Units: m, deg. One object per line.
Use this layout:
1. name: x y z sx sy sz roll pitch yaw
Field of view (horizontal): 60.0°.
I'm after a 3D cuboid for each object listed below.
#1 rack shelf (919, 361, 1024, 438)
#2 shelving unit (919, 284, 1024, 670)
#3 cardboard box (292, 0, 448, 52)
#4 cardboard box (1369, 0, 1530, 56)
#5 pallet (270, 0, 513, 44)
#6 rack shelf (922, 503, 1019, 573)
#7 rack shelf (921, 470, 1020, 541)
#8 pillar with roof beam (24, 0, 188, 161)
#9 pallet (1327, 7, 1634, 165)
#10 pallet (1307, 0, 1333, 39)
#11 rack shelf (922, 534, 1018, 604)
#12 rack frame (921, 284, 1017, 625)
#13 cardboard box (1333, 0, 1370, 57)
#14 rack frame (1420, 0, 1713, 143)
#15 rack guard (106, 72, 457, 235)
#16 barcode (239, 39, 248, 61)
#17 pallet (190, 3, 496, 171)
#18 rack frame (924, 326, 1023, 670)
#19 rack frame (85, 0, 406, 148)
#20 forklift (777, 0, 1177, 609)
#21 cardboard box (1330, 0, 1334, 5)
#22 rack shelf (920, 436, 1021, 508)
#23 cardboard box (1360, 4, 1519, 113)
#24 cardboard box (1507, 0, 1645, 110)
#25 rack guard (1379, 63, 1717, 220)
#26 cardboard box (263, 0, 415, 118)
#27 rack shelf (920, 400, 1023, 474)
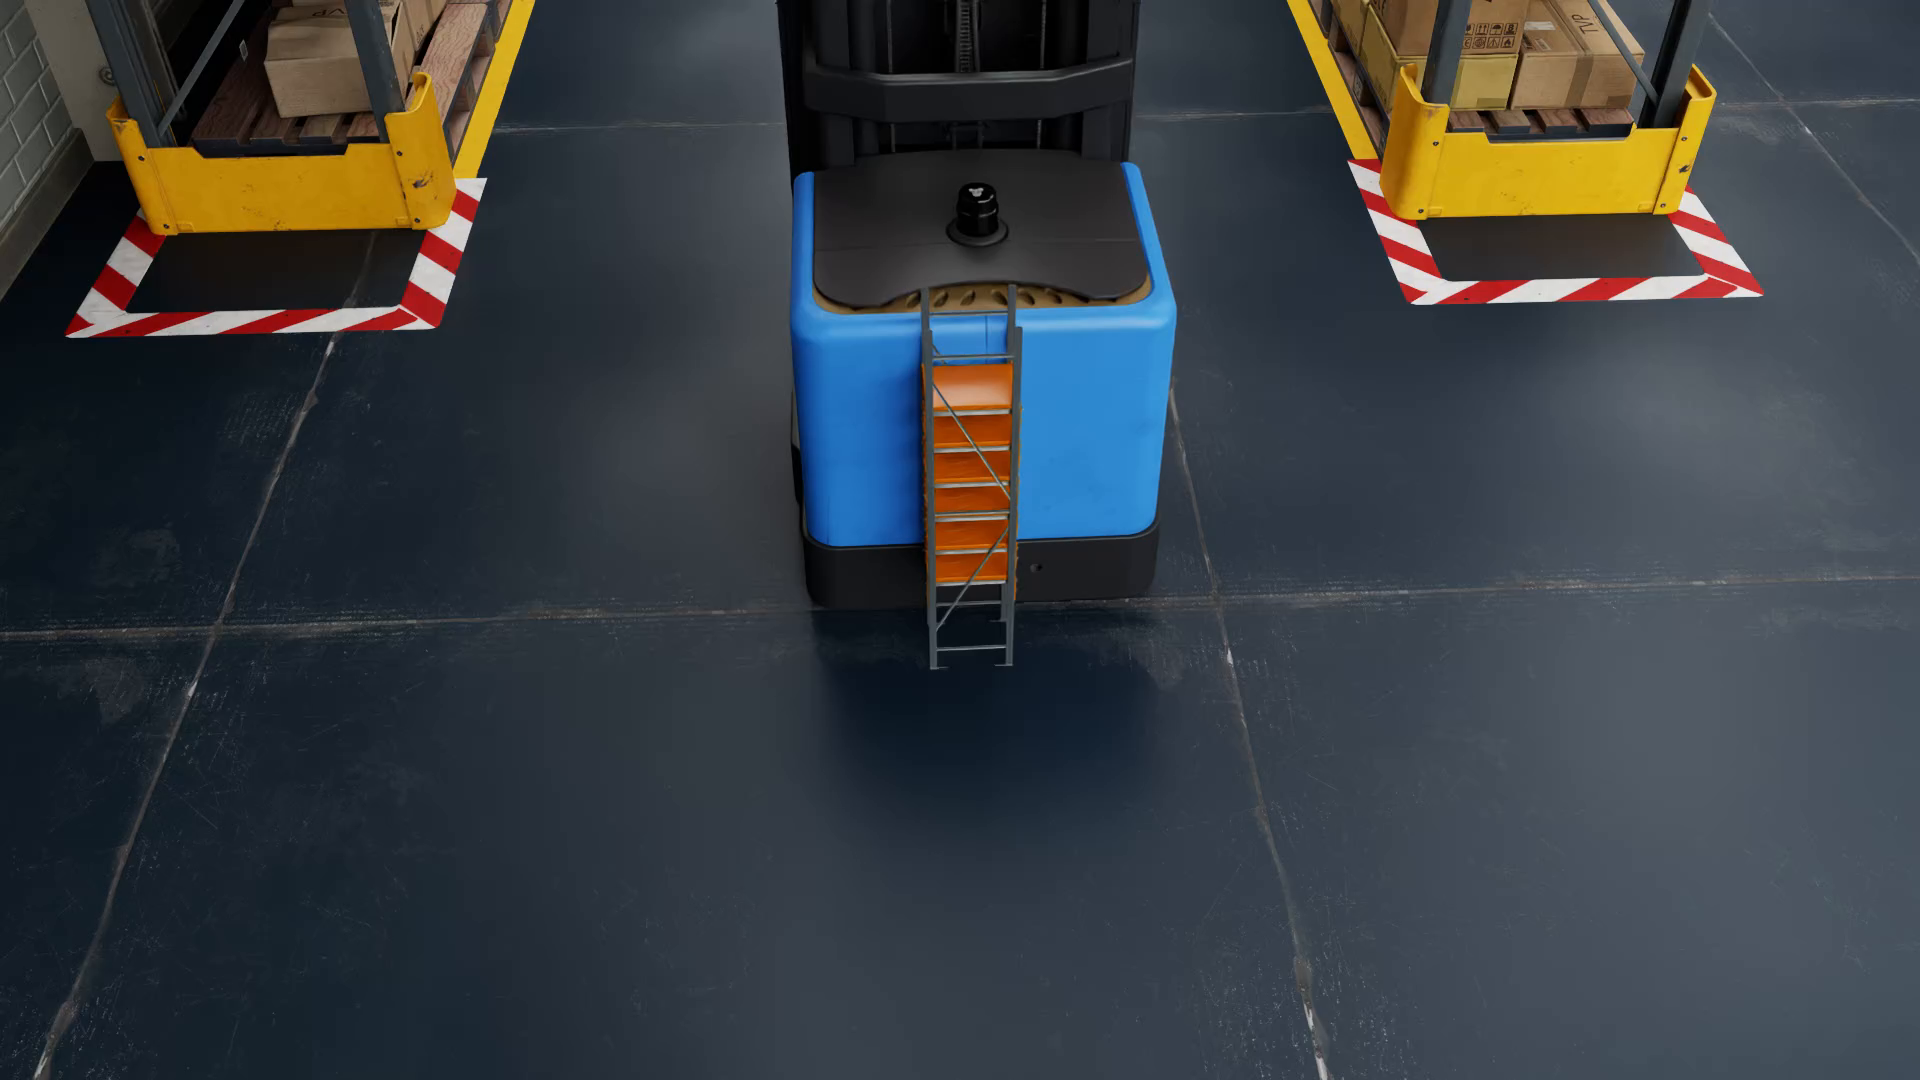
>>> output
1. rack shelf: 0.027 -0.365 4.293 0.258 0.103 0.180 -2 43 -3
2. shelving unit: 0.027 -0.132 4.506 0.258 1.200 0.189 -2 43 -3
3. cardboard box: -2.599 -2.414 7.328 0.500 0.311 0.500 2 43 2
4. cardboard box: 1.994 -2.304 6.713 0.500 0.500 0.500 -2 43 -2
5. pallet: -2.686 -2.783 8.130 1.003 0.211 1.213 -2 43 -2
6. rack shelf: 0.027 -0.011 4.617 0.258 0.103 0.180 -2 43 -3
7. rack shelf: 0.027 -0.100 4.536 0.258 0.103 0.180 -2 43 -3
8. pillar with roof beam: 0.772 -5.171 4.232 9.100 9.000 0.400 -2 43 -2
9. pallet: 2.240 -2.020 7.298 1.003 0.211 1.213 -2 43 -2
10. pallet: 2.191 -2.842 8.194 1.003 0.211 1.213 -2 43 -2
11. rack shelf: 0.027 0.077 4.699 0.258 0.103 0.180 -2 43 -3
12. rack frame: 0.022 -0.194 4.574 0.240 1.200 0.006 -2 43 -3
13. cardboard box: 1.963 -2.365 7.335 0.500 0.250 0.500 -2 43 -2
14. rack frame: 2.314 -2.533 5.794 1.000 3.000 0.127 -2 43 -2
15. rack guard: -2.638 -1.518 6.537 1.175 0.500 0.348 -2 43 -2
16. barcode: -2.975 -2.033 6.906 0.001 0.075 0.075 -2 43 -2
17. pallet: -2.637 -1.961 7.234 1.003 0.211 1.213 -2 43 -2
18. rack frame: 0.033 -0.071 4.439 0.240 1.200 0.006 -2 43 -3
19. rack frame: -2.635 -2.389 5.636 1.000 3.000 0.127 -2 43 -2
20. forklift: -0.019 -1.862 5.112 1.130 2.935 3.031 -2 43 -3
21. cardboard box: 1.940 -2.703 7.703 0.500 0.250 0.500 -2 43 -2
22. rack shelf: 0.027 -0.188 4.455 0.258 0.103 0.180 -2 43 -3
23. cardboard box: 1.996 -2.028 6.967 0.500 0.250 0.500 -2 43 -2
24. cardboard box: 2.514 -2.043 6.983 0.500 0.250 0.500 -2 43 -2
25. rack guard: 2.315 -1.596 6.621 1.175 0.500 0.348 -2 43 -2
26. cardboard box: -2.574 -2.029 6.908 0.500 0.311 0.500 -6 43 -7
27. rack shelf: 0.027 -0.276 4.374 0.258 0.103 0.180 -2 43 -3
